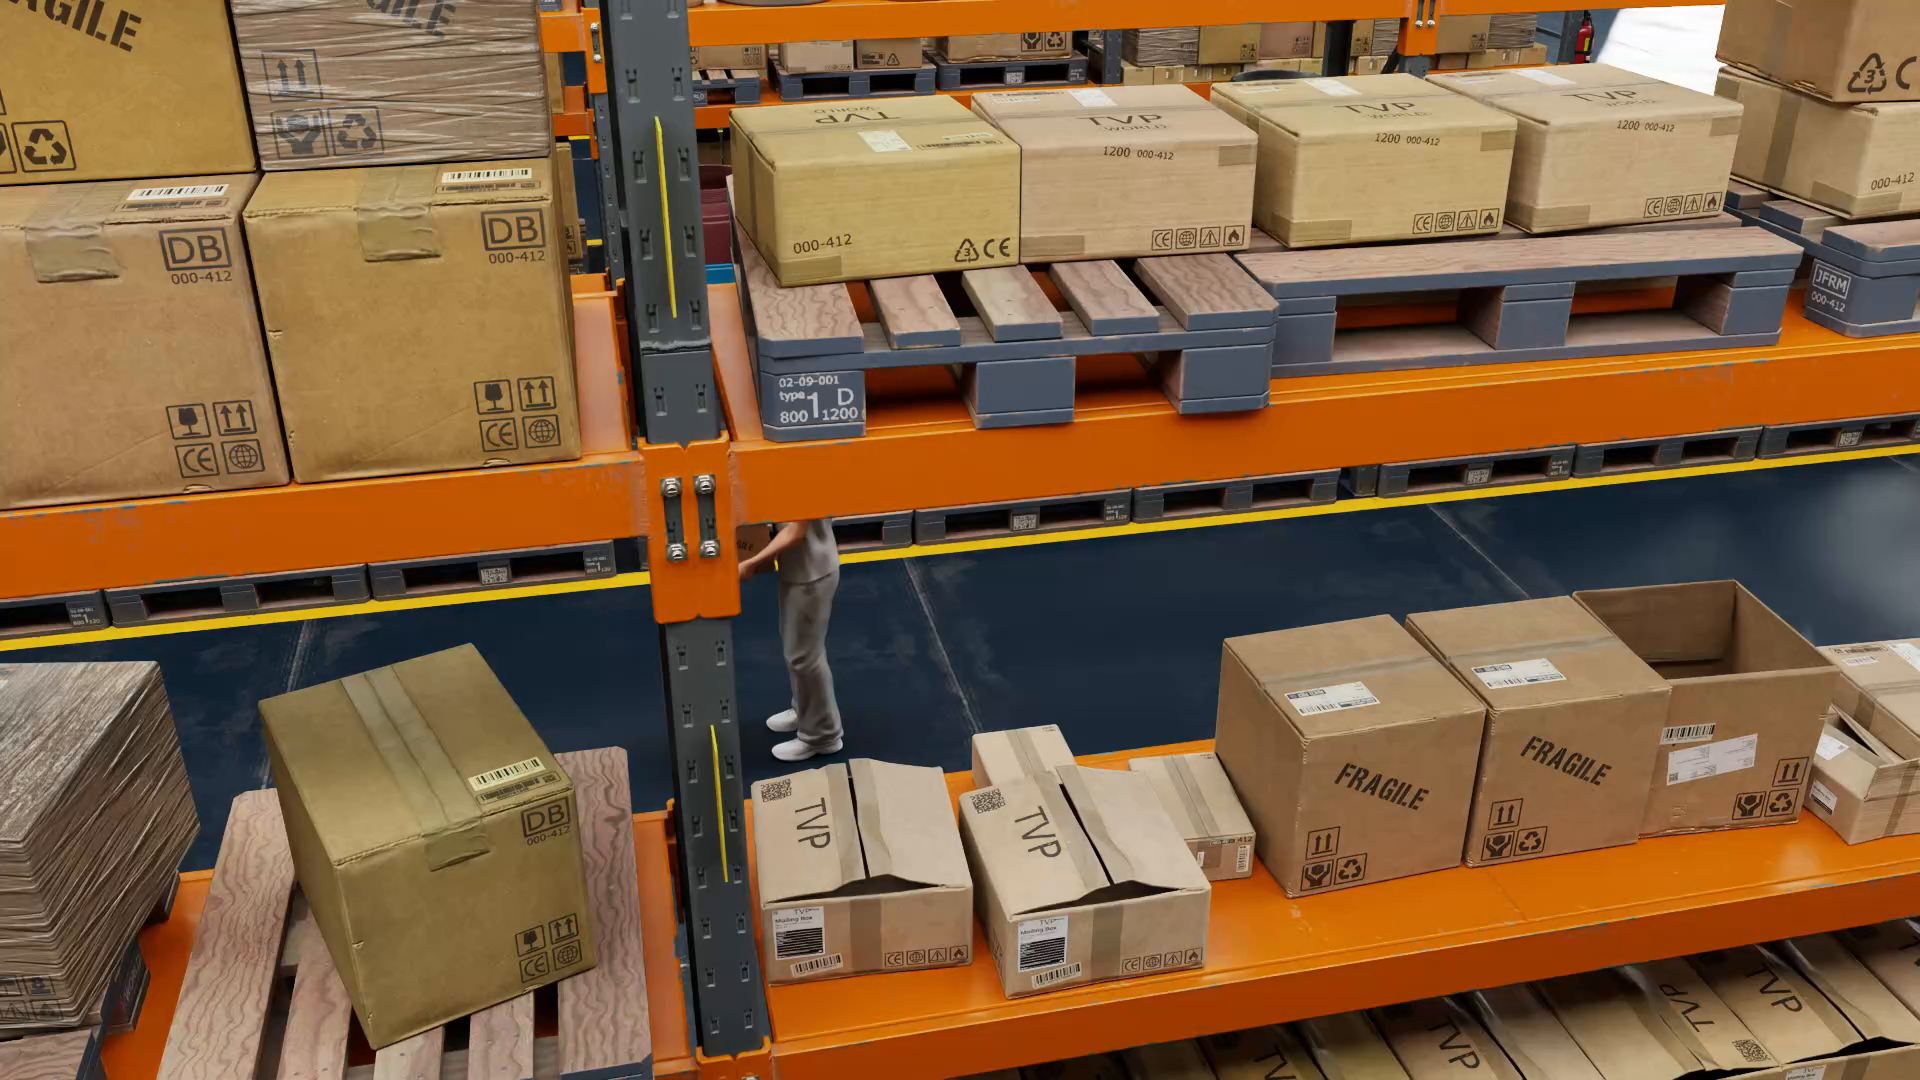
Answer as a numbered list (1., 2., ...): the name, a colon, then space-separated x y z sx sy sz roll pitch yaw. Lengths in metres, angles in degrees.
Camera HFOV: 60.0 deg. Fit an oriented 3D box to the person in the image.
1. person: -0.703 0.132 6.872 0.553 1.663 0.436 -5 27 -10
